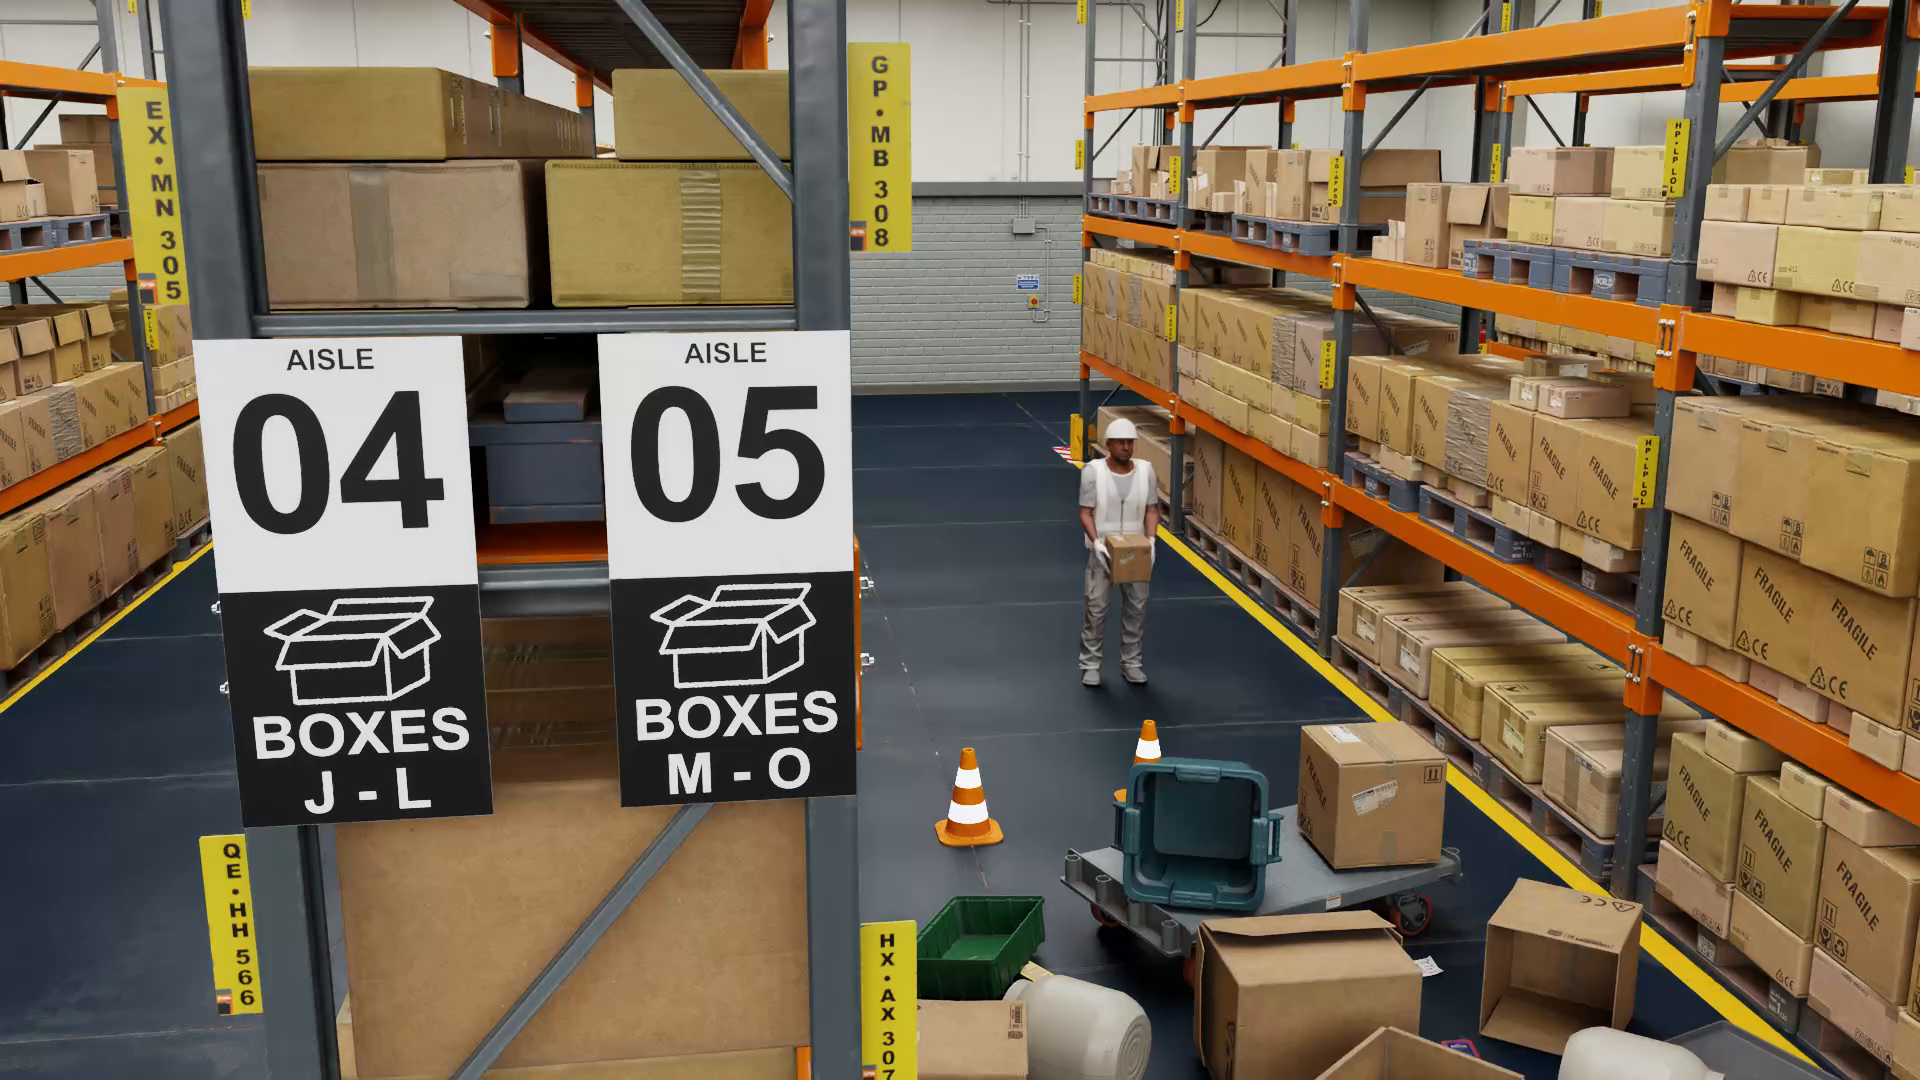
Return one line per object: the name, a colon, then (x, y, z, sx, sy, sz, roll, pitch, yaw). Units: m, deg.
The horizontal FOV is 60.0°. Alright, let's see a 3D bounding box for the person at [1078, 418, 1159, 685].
person: (1.064, 0.085, 11.061, 0.546, 1.788, 0.509, -2, 13, -9)
